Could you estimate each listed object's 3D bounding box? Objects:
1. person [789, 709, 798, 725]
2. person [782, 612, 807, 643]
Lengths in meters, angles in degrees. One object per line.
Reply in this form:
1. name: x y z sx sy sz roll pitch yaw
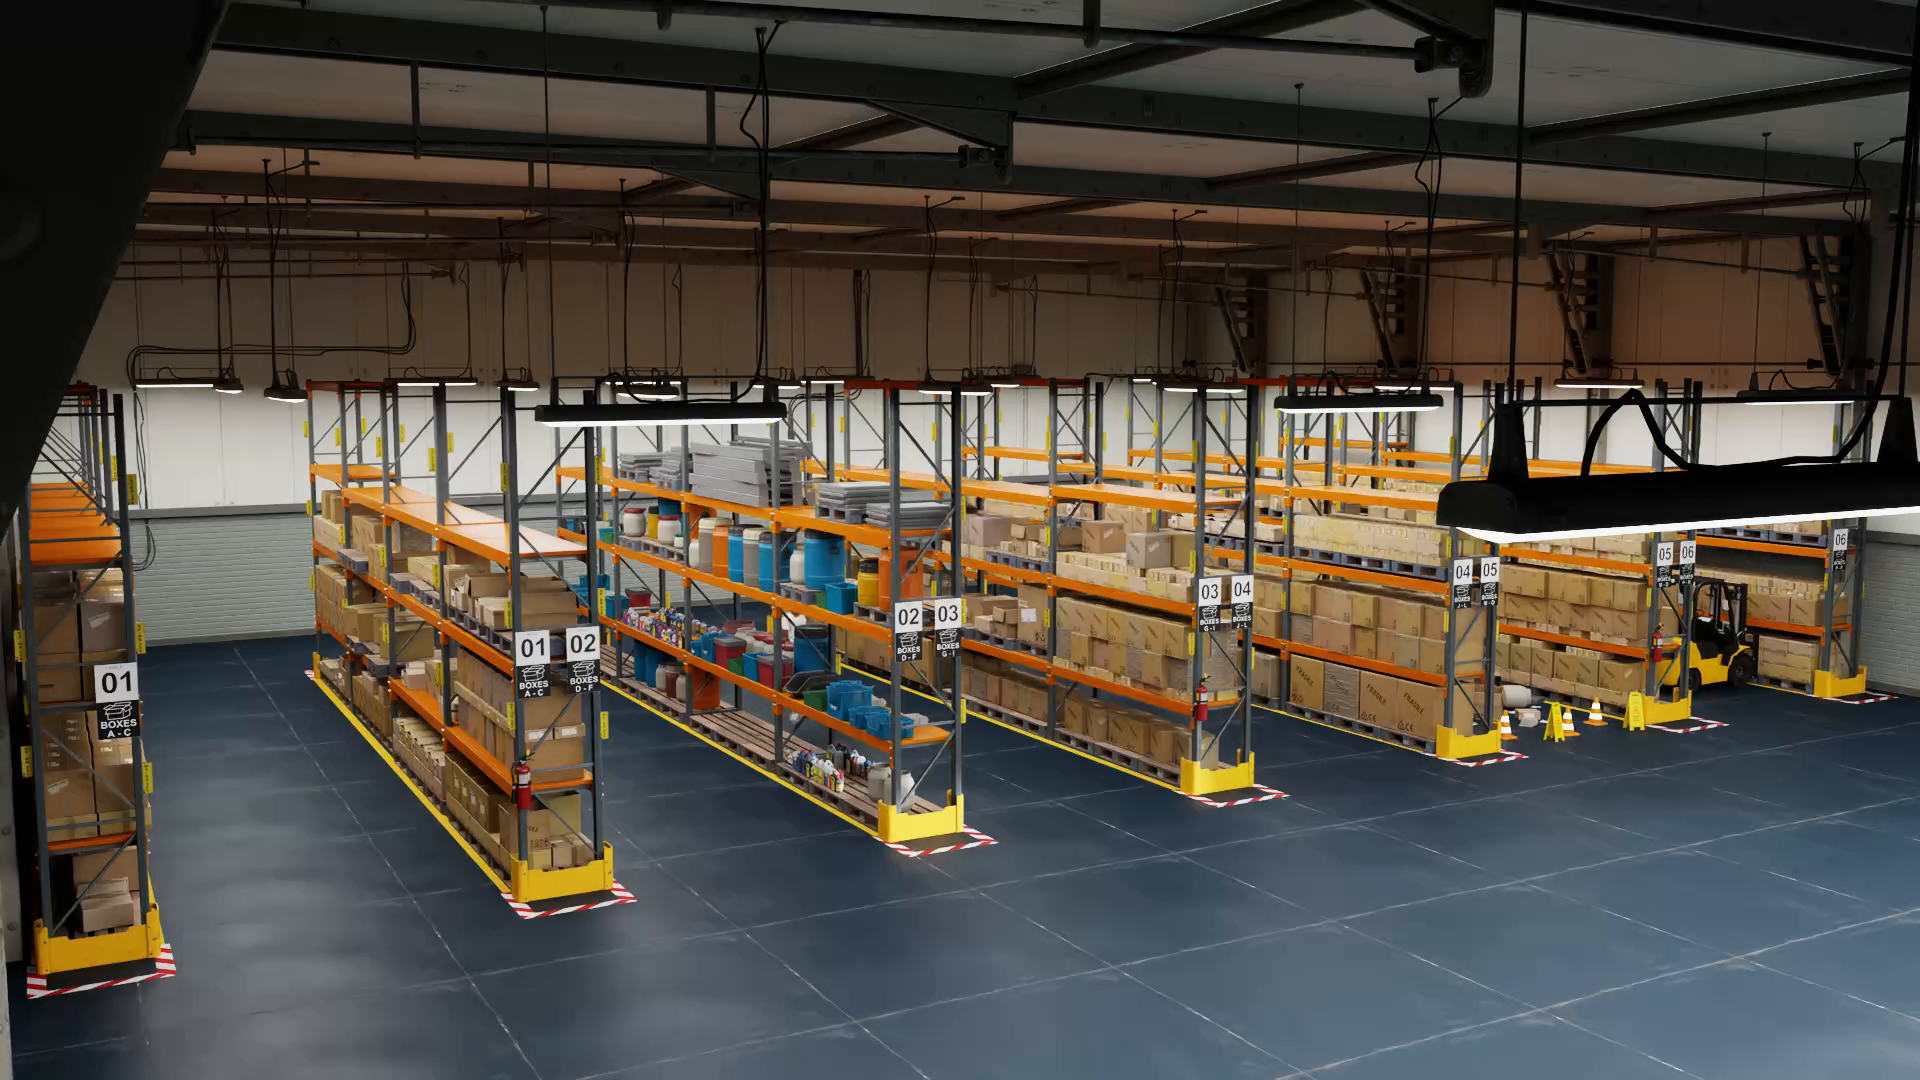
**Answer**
1. person: -2.690 2.339 28.998 0.495 1.732 1.091 2 6 16
2. person: -3.198 2.006 32.548 0.555 1.708 0.995 -3 7 -23
